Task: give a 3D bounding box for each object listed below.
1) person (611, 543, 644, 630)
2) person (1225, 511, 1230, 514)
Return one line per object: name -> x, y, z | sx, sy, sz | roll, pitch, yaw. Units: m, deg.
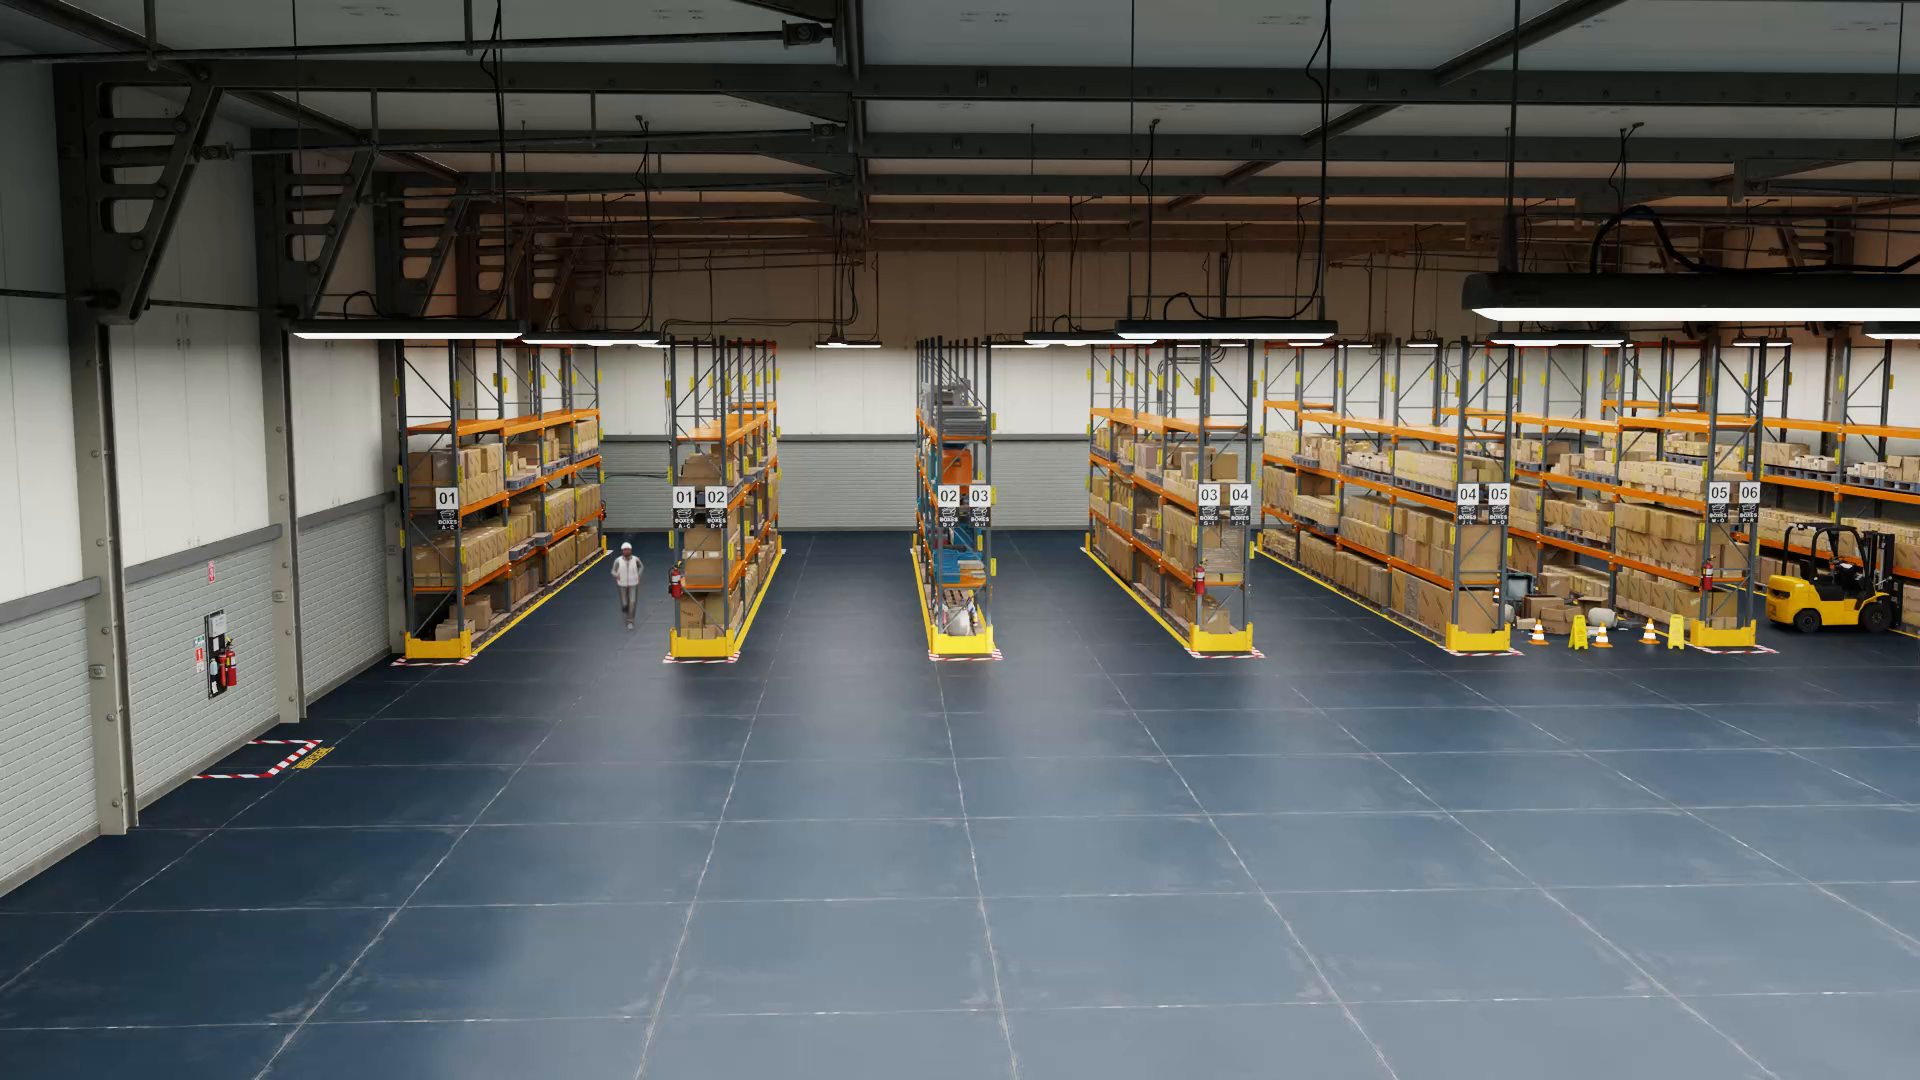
person -> -6.896, 0.934, 34.522 | 0.661, 1.777, 0.922 | -1, 7, -12
person -> 7.421, -0.369, 45.720 | 0.666, 1.829, 0.877 | 1, 7, 6
